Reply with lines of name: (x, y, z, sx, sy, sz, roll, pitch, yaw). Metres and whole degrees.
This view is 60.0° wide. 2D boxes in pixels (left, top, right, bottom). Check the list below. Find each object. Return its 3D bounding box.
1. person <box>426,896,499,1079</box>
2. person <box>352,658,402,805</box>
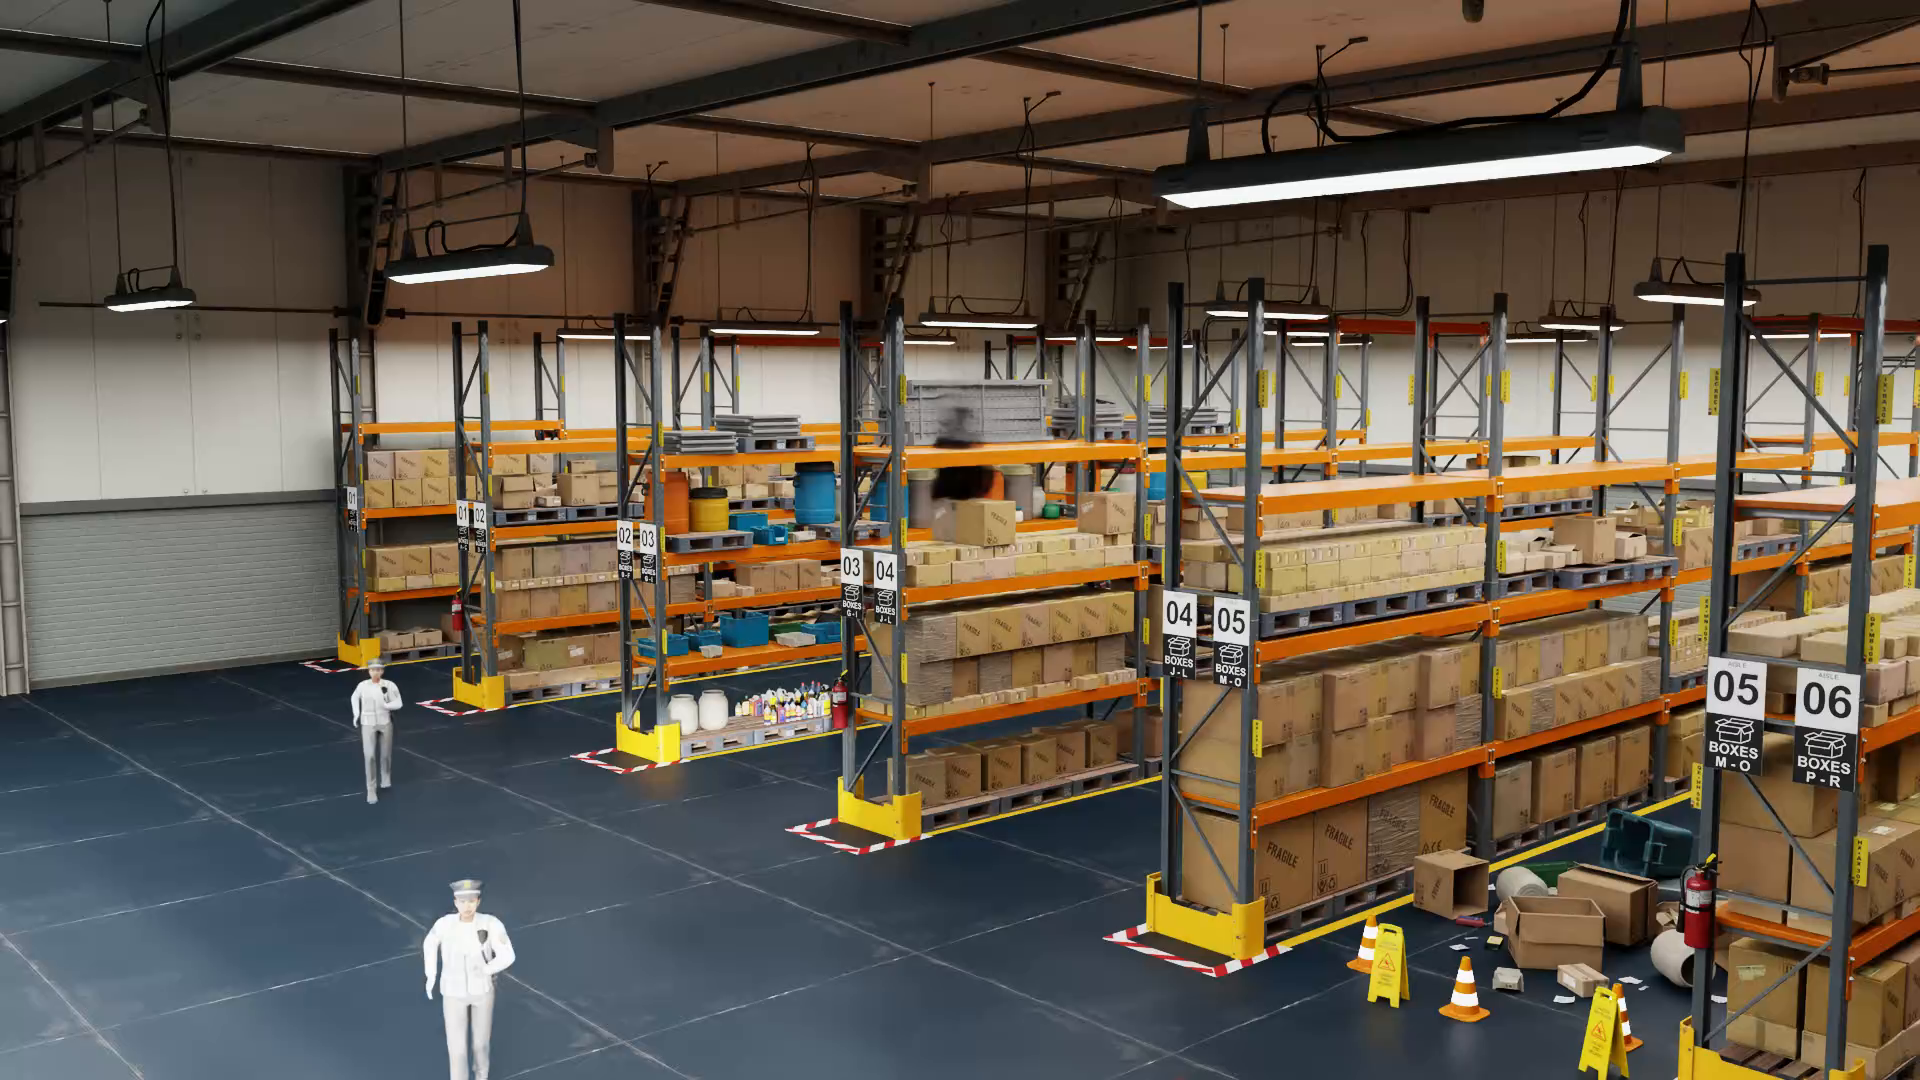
person: (-3.449, 3.187, 11.536, 0.485, 1.667, 0.836, -2, 6, -15)
person: (-7.145, 2.296, 20.401, 0.596, 1.728, 0.850, -2, 6, -18)
